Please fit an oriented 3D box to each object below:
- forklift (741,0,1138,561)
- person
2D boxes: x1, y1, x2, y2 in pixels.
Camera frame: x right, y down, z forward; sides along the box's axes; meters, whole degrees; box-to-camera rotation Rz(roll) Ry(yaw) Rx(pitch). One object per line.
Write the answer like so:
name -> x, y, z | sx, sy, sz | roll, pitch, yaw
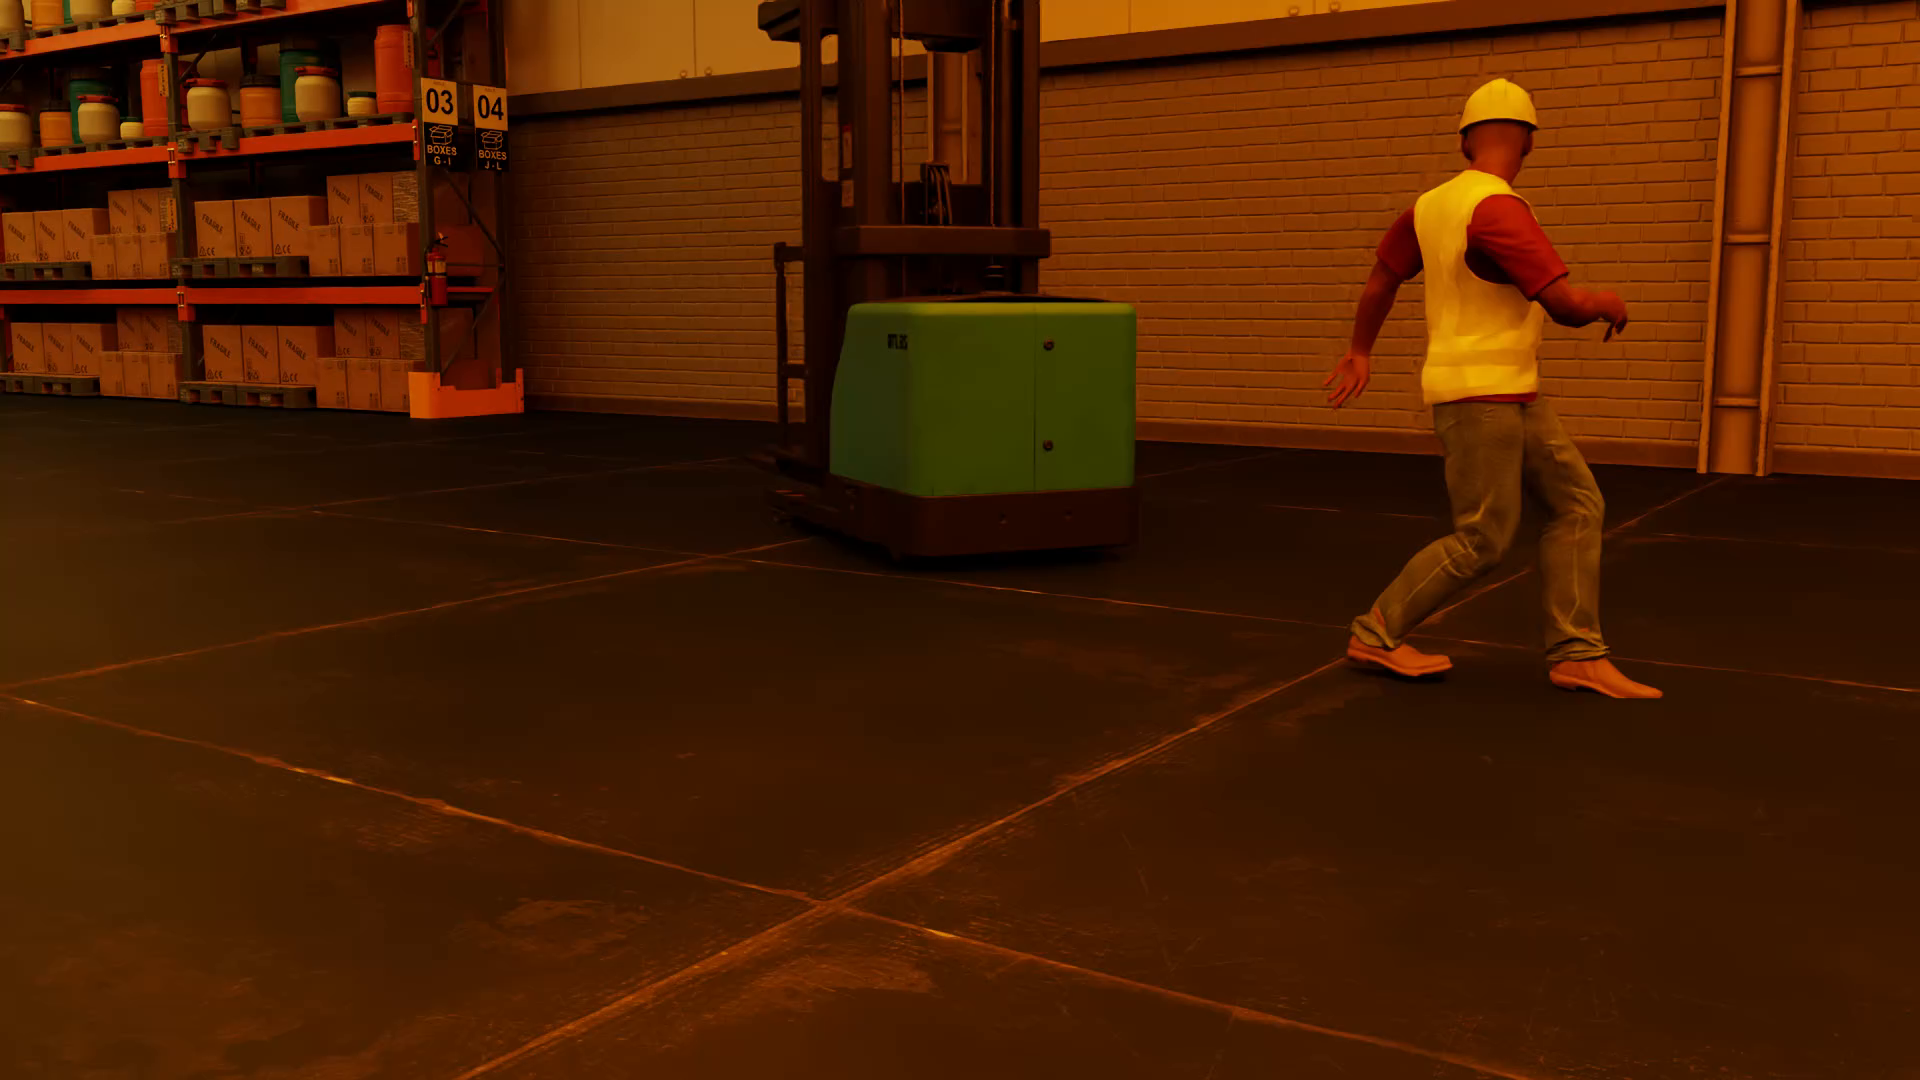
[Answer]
forklift -> -0.309, -1.534, 7.978 | 1.130, 2.935, 3.031 | -4, 9, -24
person -> 1.489, -0.417, 4.663 | 0.987, 1.704, 0.582 | 3, 9, 20
